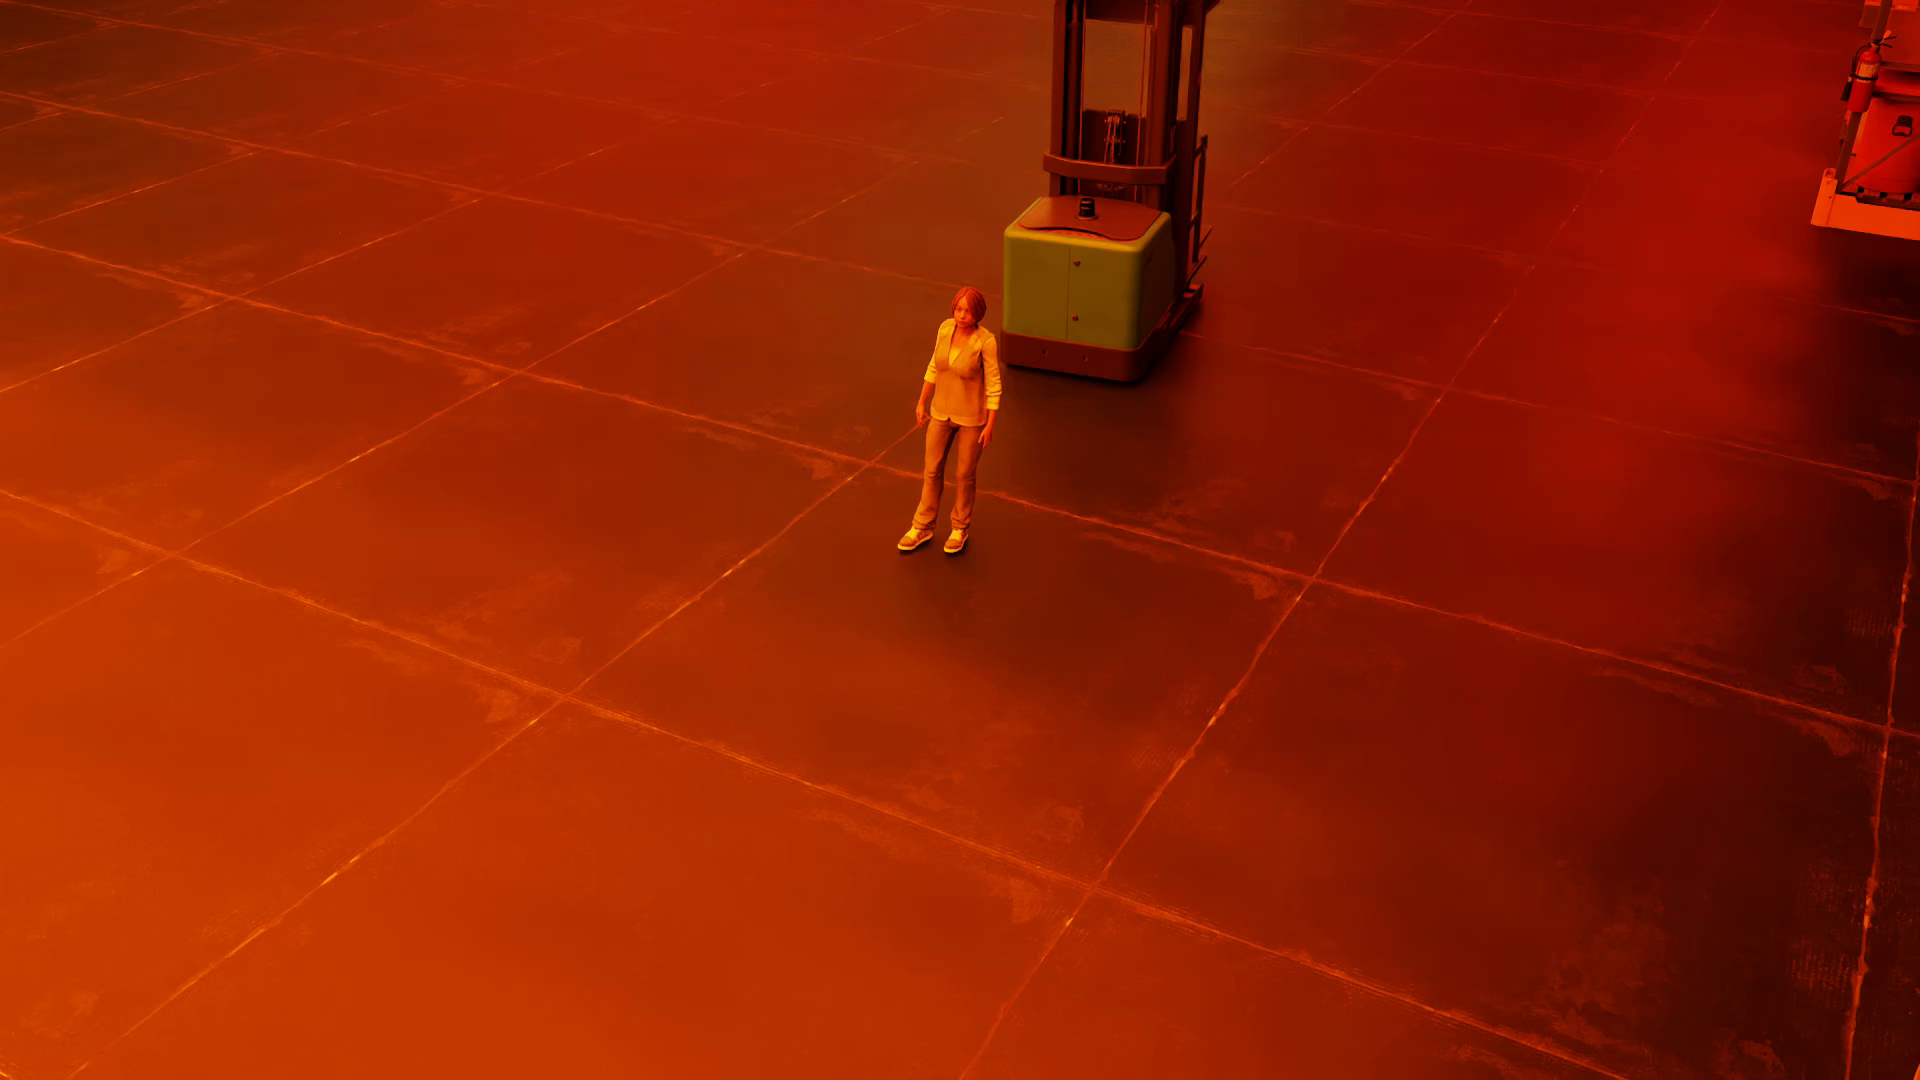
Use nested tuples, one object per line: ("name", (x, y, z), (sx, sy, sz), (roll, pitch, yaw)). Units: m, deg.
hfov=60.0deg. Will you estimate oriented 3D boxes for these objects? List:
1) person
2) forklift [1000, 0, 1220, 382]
("person", (-0.048, -0.663, 9.554), (0.520, 1.582, 0.475), (15, 33, 25))
("forklift", (1.294, -3.115, 12.468), (1.130, 2.935, 3.031), (11, 32, 18))
